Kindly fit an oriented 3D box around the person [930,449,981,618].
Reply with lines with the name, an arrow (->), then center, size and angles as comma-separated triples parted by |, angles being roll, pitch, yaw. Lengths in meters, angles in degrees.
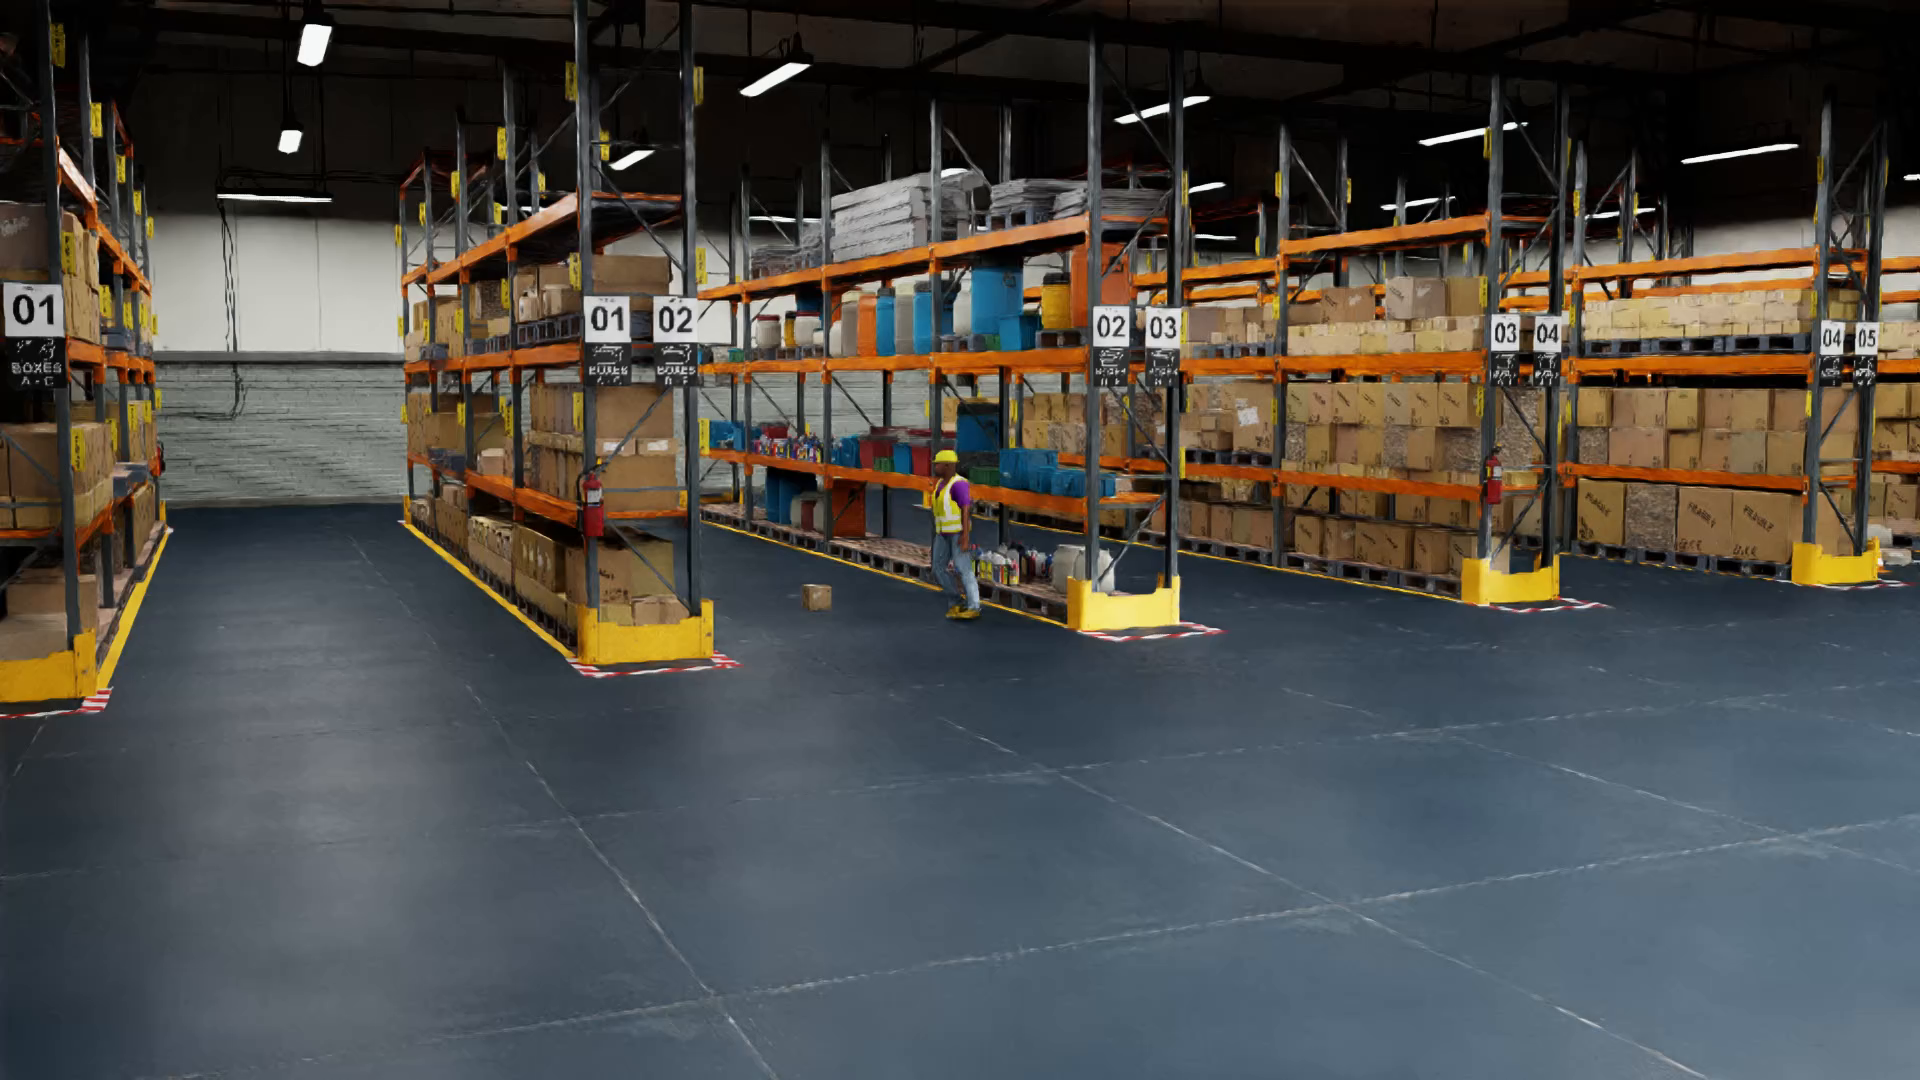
person -> -0.071, -0.070, 17.346 | 0.393, 1.745, 0.627 | -3, 6, -33
